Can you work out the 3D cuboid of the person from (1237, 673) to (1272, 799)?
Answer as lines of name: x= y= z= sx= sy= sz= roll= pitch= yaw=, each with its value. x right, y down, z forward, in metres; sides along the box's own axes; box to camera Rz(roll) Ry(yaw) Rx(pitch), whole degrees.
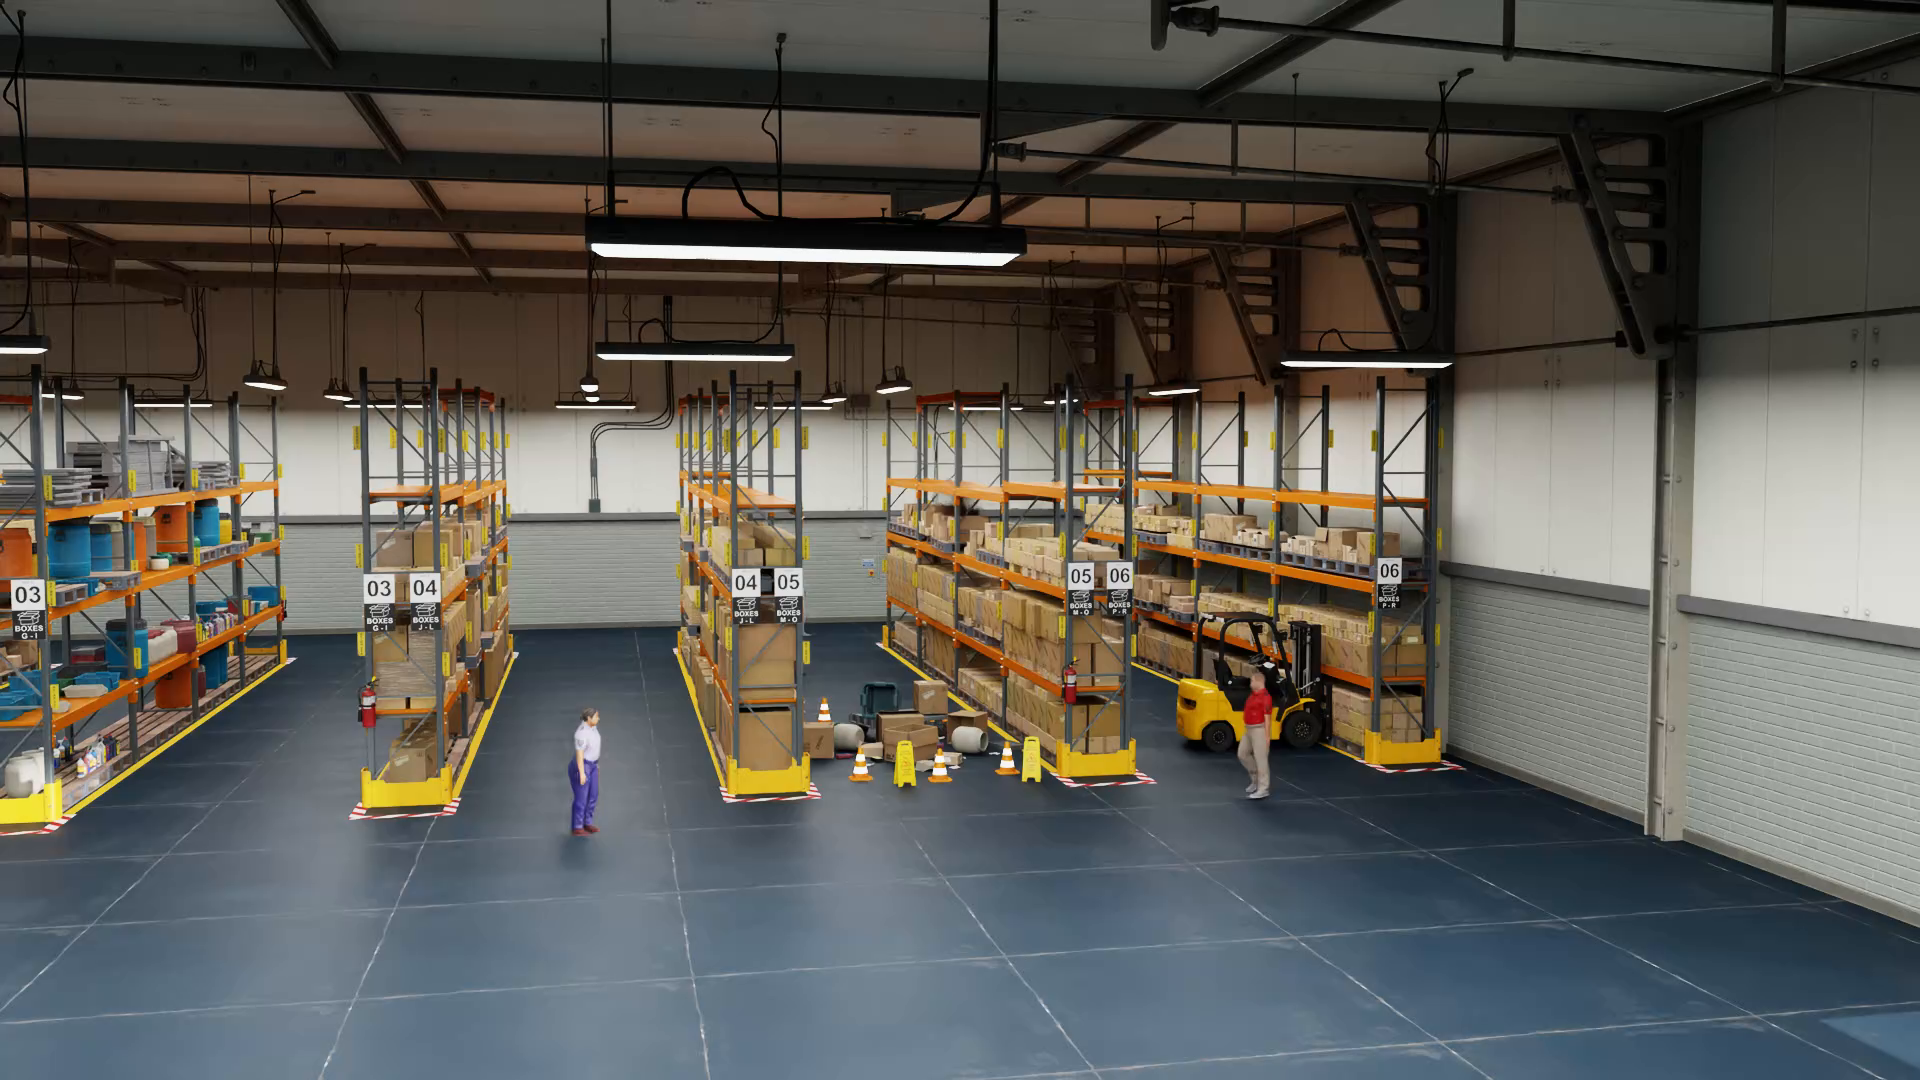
person: x=4.189 y=2.743 z=23.435 sx=0.443 sy=1.759 sz=0.583 roll=-1 pitch=4 yaw=-19

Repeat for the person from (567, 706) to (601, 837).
person: x=-4.773 y=2.931 z=21.149 sx=0.390 sy=1.658 sz=0.513 roll=1 pitch=3 yaw=10

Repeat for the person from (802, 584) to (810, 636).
person: x=-4.216 y=1.625 z=42.690 sx=0.763 sy=1.668 sz=0.497 roll=3 pitch=4 yaw=38

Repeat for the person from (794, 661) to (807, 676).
person: x=-3.578 y=2.037 z=35.566 sx=0.550 sy=1.725 sz=0.594 roll=-1 pitch=4 yaw=-17
